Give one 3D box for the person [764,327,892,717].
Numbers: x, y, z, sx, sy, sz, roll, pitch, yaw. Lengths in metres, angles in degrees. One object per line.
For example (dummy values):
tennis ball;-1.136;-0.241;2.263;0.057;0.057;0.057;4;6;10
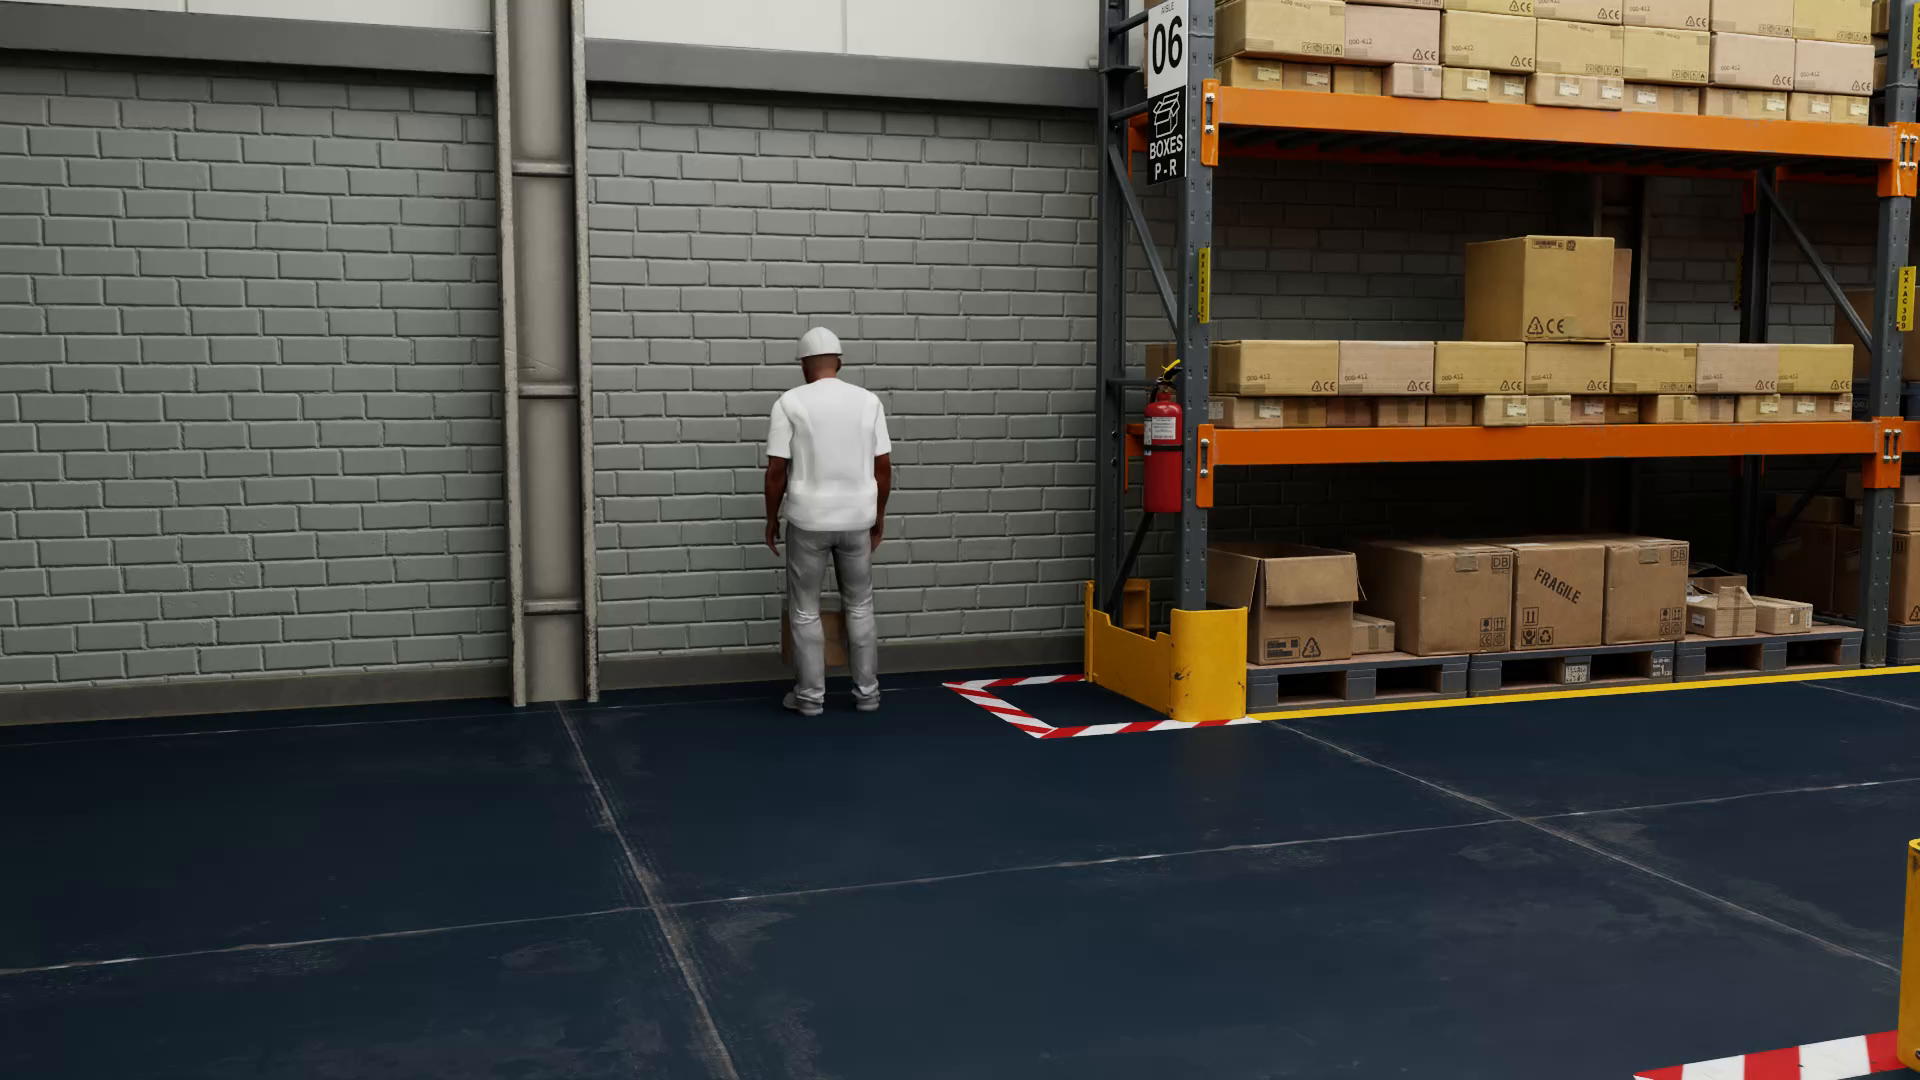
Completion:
person;-0.606;-0.088;7.614;0.601;1.762;0.443;-2;6;-21
